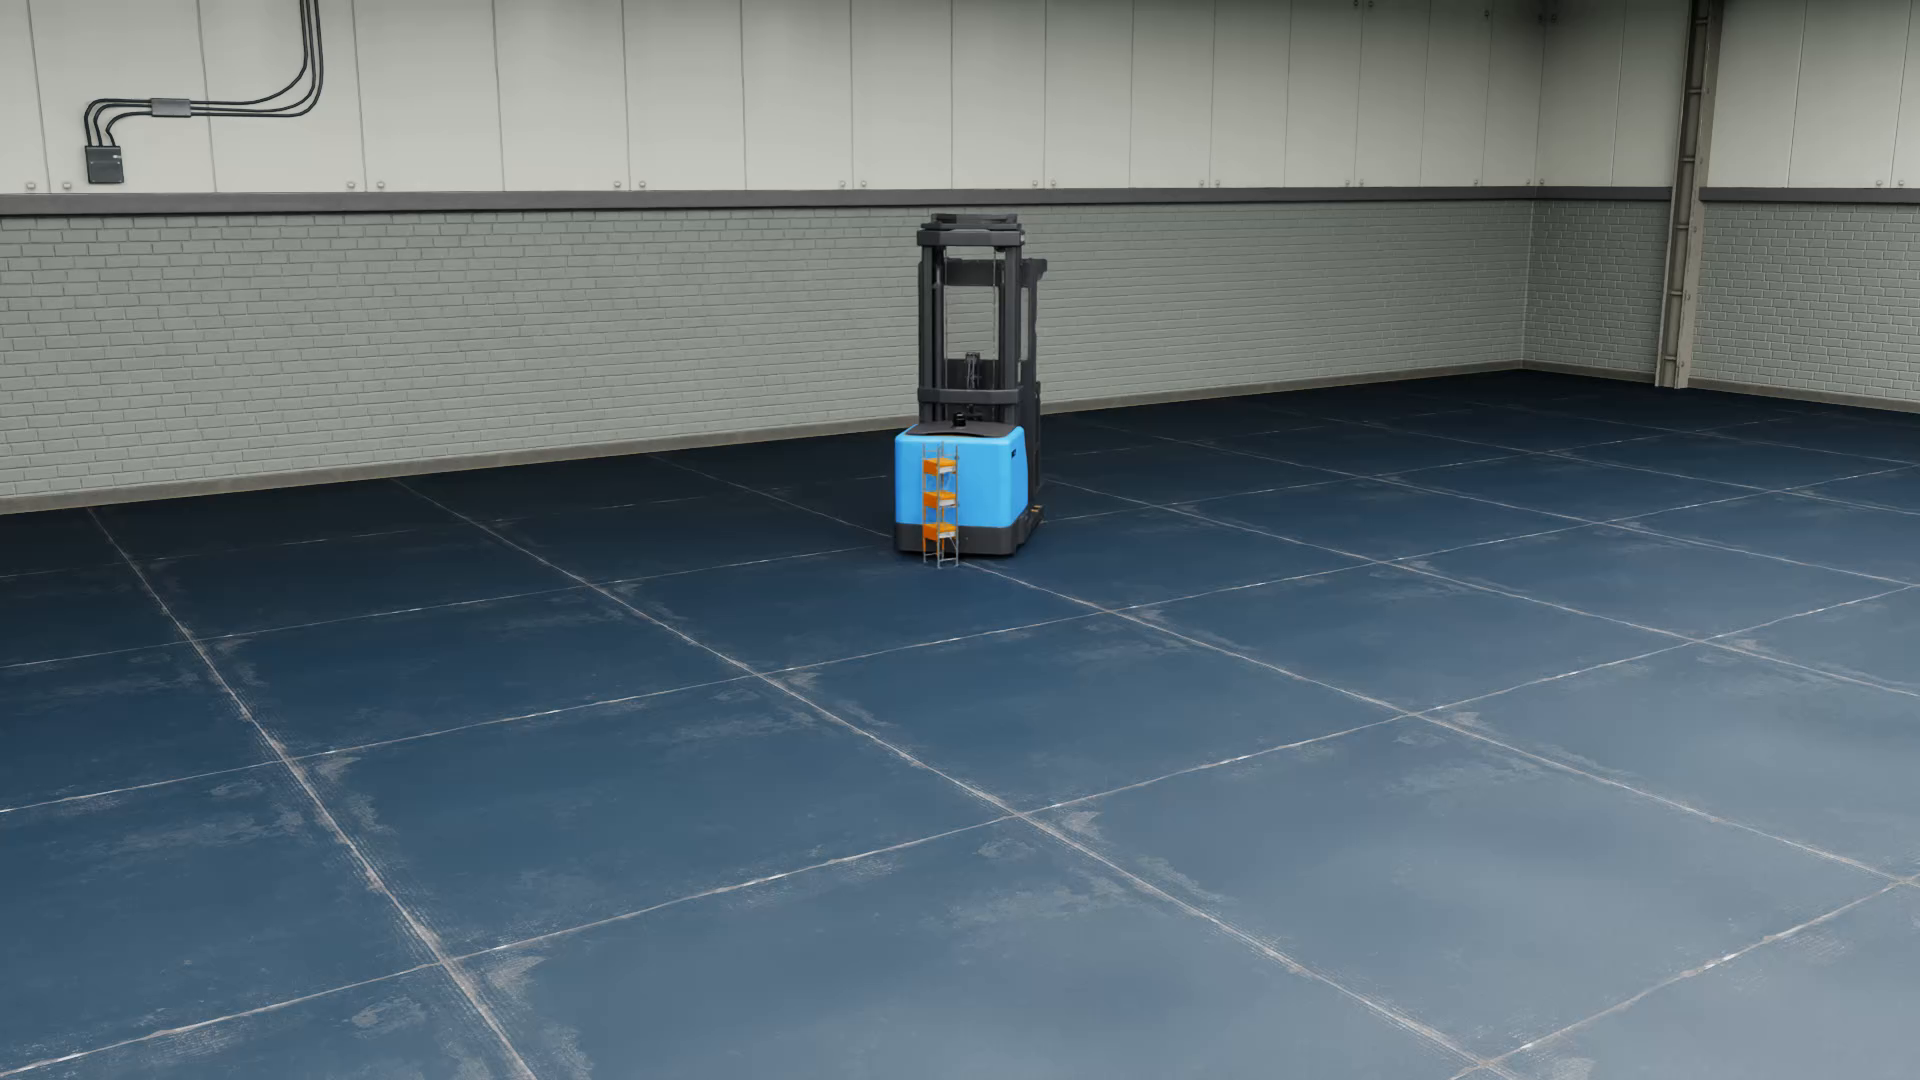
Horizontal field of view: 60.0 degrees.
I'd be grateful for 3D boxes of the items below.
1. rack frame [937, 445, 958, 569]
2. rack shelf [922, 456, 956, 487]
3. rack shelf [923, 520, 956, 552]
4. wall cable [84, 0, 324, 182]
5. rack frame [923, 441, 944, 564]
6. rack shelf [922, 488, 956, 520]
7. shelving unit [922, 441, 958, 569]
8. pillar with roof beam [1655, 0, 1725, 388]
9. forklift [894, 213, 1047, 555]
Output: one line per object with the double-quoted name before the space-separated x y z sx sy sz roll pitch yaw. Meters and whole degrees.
"rack frame" -0.104 -0.276 14.053 0.200 1.050 0.008 -7 14 -30
"rack shelf" -0.167 -0.565 14.097 0.215 0.259 0.240 -7 14 -30
"rack shelf" -0.167 -0.016 14.217 0.215 0.259 0.240 -7 14 -30
"wall cable" -7.555 -6.565 16.247 2.305 6.003 0.169 -8 15 -33
"rack frame" -0.229 -0.320 14.258 0.200 1.050 0.008 -7 14 -30
"rack shelf" -0.167 -0.288 14.158 0.215 0.259 0.240 -7 14 -30
"shelving unit" -0.167 -0.298 14.155 0.215 1.050 0.252 -7 14 -30
"pillar with roof beam" 7.704 -6.321 23.092 9.100 9.000 0.400 -8 15 -33
"forklift" 0.207 -1.569 15.565 1.130 2.935 3.031 2 13 11
